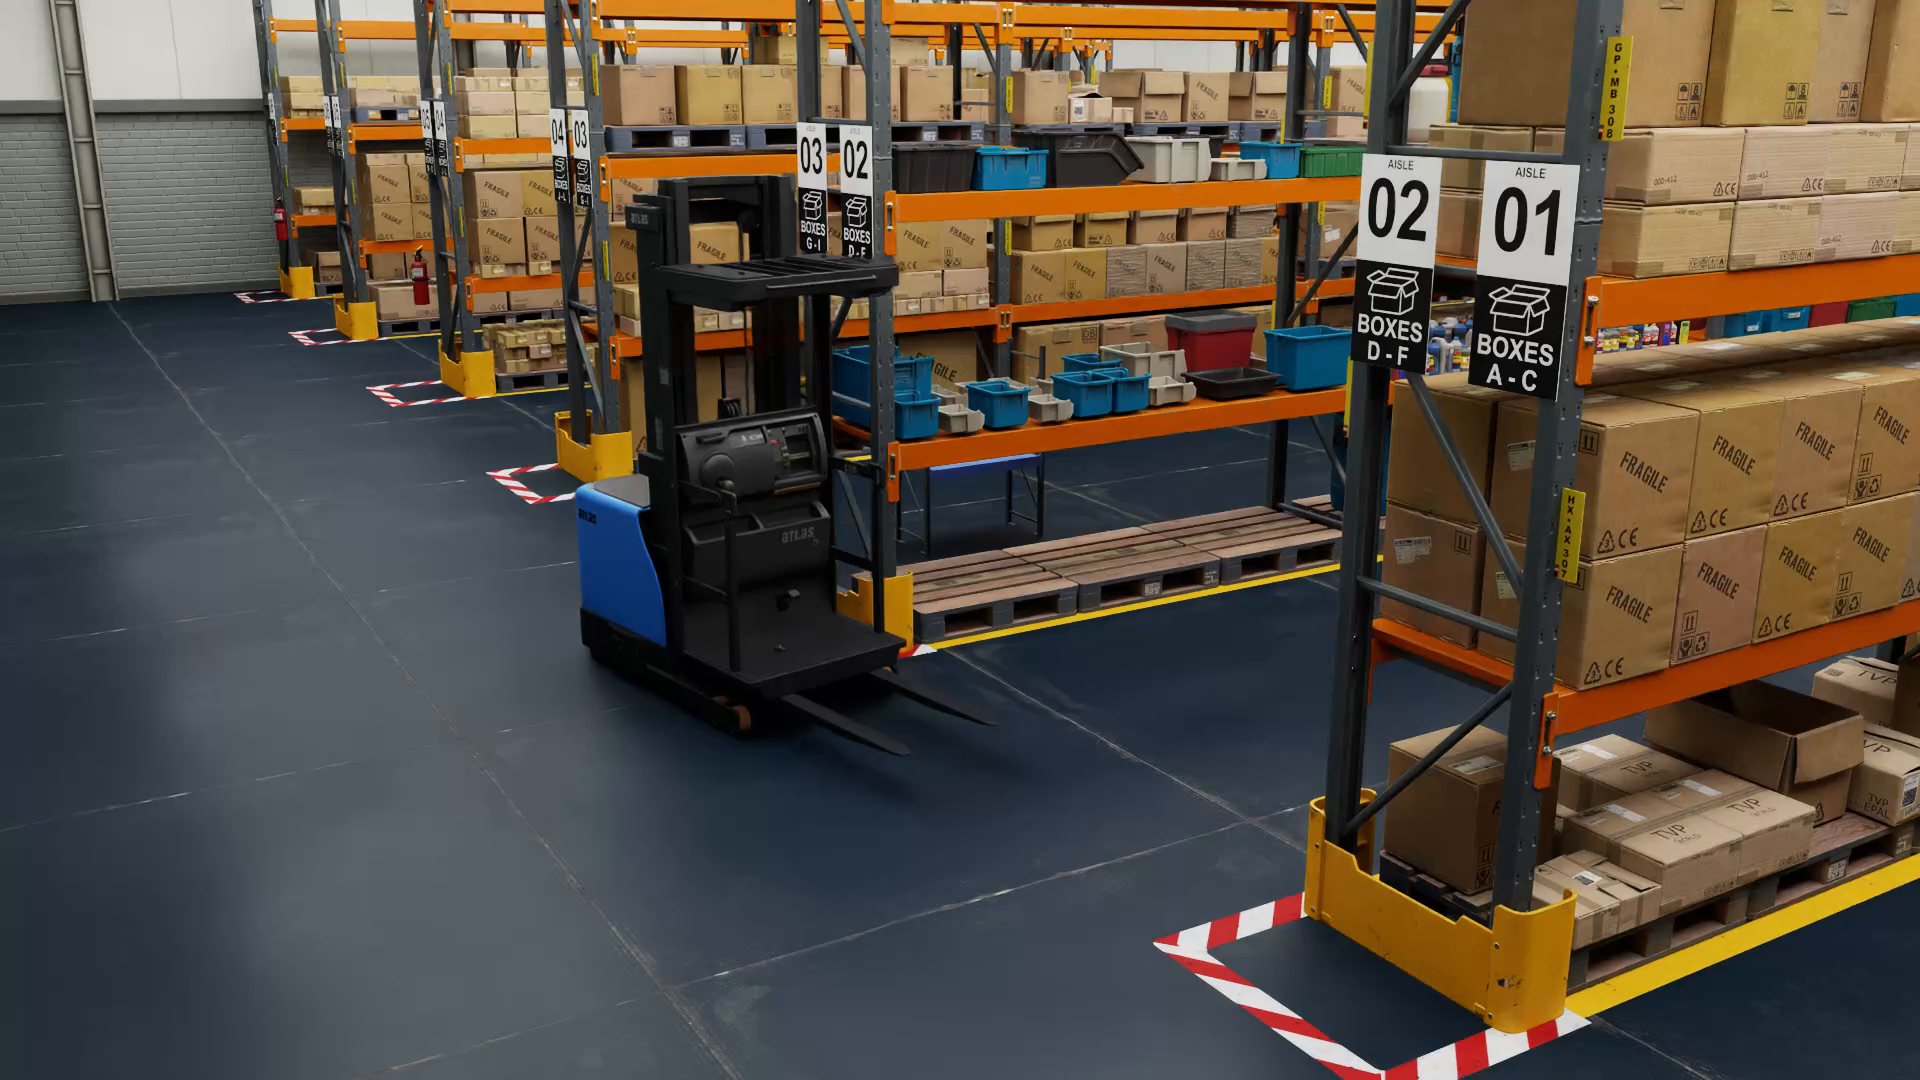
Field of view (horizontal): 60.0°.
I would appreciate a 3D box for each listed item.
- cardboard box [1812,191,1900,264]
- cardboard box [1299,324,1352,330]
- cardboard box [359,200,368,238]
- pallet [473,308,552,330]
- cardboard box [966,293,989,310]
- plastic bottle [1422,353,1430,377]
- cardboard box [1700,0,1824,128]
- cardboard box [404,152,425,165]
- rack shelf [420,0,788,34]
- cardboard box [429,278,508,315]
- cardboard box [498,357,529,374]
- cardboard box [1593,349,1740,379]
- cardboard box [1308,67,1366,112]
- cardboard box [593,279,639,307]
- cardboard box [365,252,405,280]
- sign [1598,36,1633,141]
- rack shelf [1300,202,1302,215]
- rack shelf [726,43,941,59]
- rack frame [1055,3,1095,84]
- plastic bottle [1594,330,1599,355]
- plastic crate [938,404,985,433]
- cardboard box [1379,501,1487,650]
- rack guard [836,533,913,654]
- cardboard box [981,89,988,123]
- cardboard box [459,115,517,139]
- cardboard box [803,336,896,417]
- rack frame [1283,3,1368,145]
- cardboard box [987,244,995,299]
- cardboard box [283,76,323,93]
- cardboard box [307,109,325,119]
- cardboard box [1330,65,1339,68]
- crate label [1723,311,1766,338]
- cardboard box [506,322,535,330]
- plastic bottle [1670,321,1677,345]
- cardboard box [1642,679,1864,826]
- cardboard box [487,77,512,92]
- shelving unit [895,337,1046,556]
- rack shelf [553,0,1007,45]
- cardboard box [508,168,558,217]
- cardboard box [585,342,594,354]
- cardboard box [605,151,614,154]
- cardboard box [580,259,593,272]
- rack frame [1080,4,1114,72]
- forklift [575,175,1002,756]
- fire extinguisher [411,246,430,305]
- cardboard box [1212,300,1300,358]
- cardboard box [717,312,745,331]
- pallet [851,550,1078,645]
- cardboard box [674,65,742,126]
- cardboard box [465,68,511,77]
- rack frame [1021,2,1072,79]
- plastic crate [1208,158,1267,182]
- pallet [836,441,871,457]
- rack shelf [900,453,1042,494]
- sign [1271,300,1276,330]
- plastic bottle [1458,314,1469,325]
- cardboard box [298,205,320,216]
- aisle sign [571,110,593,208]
[{"bbox_3d":[3.279,-1.245,6.515,0.500,0.250,0.500,-9,18,-30],"label":"cardboard box"},{"bbox_3d":[4.168,-2.235,19.140,0.500,0.500,0.700,-10,19,-33],"label":"cardboard box"},{"bbox_3d":[-8.080,-4.486,23.170,0.500,0.500,0.500,-9,18,-29],"label":"cardboard box"},{"bbox_3d":[-6.668,-3.264,24.164,1.213,0.211,1.003,-9,18,-30],"label":"pallet"},{"bbox_3d":[0.082,-2.334,16.142,0.250,0.149,0.380,-9,18,-29],"label":"cardboard box"},{"bbox_3d":[3.464,-1.322,12.437,0.097,0.201,0.097,0,16,0],"label":"plastic bottle"},{"bbox_3d":[2.749,-1.823,6.261,0.500,0.500,0.700,-9,18,-30],"label":"cardboard box"},{"bbox_3d":[-7.441,-5.199,22.660,0.250,0.149,0.380,-9,18,-28],"label":"cardboard box"},{"bbox_3d":[-4.007,-5.997,18.970,4.000,0.370,1.077,-9,18,-30],"label":"rack shelf"},{"bbox_3d":[-7.063,-3.522,23.886,0.875,0.438,0.875,-9,18,-28],"label":"cardboard box"},{"bbox_3d":[-5.108,-2.006,19.014,0.250,0.149,0.380,-9,18,-29],"label":"cardboard box"},{"bbox_3d":[2.959,-0.523,7.180,0.500,0.500,0.500,-9,18,-28],"label":"cardboard box"},{"bbox_3d":[4.139,-4.868,18.049,0.500,0.500,0.500,-9,18,-29],"label":"cardboard box"},{"bbox_3d":[-2.975,-2.216,14.986,0.500,0.250,0.500,-10,18,-31],"label":"cardboard box"},{"bbox_3d":[-9.591,-4.629,27.719,0.500,0.500,0.700,-8,18,-27],"label":"cardboard box"},{"bbox_3d":[2.124,-1.464,5.398,0.005,0.325,0.100,-9,18,-30],"label":"sign"},{"bbox_3d":[4.440,-2.803,13.126,4.000,0.370,1.077,-9,18,-30],"label":"rack shelf"},{"bbox_3d":[-2.345,-9.197,31.121,4.000,0.370,1.077,-9,18,-30],"label":"rack shelf"},{"bbox_3d":[1.929,-8.866,27.867,0.127,3.000,1.000,-9,18,-30],"label":"rack frame"},{"bbox_3d":[5.048,-1.613,13.322,0.133,0.283,0.061,-9,18,-30],"label":"plastic bottle"},{"bbox_3d":[-0.004,-0.756,10.427,0.298,0.136,0.250,-9,18,-30],"label":"plastic crate"},{"bbox_3d":[2.088,0.103,6.801,0.500,0.500,0.500,-9,18,-28],"label":"cardboard box"},{"bbox_3d":[-0.717,0.339,10.773,0.348,0.500,1.175,-9,18,-30],"label":"rack guard"},{"bbox_3d":[0.355,-5.572,21.488,0.500,0.500,0.500,-9,18,-30],"label":"cardboard box"},{"bbox_3d":[-5.205,-4.554,18.317,0.500,0.250,0.500,-8,18,-28],"label":"cardboard box"},{"bbox_3d":[-1.204,-1.553,16.053,0.875,0.875,0.875,-9,18,-30],"label":"cardboard box"},{"bbox_3d":[2.726,-4.315,11.632,0.127,3.000,1.000,-9,18,-30],"label":"rack frame"},{"bbox_3d":[0.435,-2.749,16.974,0.500,0.500,0.500,-9,18,-30],"label":"cardboard box"},{"bbox_3d":[-10.407,-7.217,26.341,0.500,0.250,0.500,-9,18,-30],"label":"cardboard box"},{"bbox_3d":[-10.313,-6.814,26.568,0.250,0.149,0.380,-9,18,-29],"label":"cardboard box"},{"bbox_3d":[5.270,-6.812,24.120,0.250,0.149,0.380,-9,18,-30],"label":"cardboard box"},{"bbox_3d":[6.709,-1.874,14.348,0.416,0.233,0.303,-9,18,-30],"label":"crate label"},{"bbox_3d":[-5.153,-2.448,19.487,0.250,0.149,0.380,-9,18,-29],"label":"cardboard box"},{"bbox_3d":[5.919,-1.720,13.858,0.097,0.201,0.097,0,16,0],"label":"plastic bottle"},{"bbox_3d":[3.666,0.972,7.693,0.637,0.503,0.797,-9,18,-30],"label":"cardboard box"},{"bbox_3d":[-5.099,-5.007,18.269,0.250,0.149,0.380,-8,18,-27],"label":"cardboard box"},{"bbox_3d":[0.073,-0.734,12.750,1.048,1.500,0.538,-9,18,-30],"label":"shelving unit"},{"bbox_3d":[-1.539,-4.644,14.880,4.000,0.370,1.077,-9,18,-30],"label":"rack shelf"},{"bbox_3d":[-4.771,-3.924,18.761,0.500,0.500,0.500,-9,18,-28],"label":"cardboard box"},{"bbox_3d":[-4.436,-2.254,19.348,0.250,0.149,0.380,-9,18,-28],"label":"cardboard box"},{"bbox_3d":[-5.029,-5.591,24.058,0.250,0.149,0.380,-10,18,-31],"label":"cardboard box"},{"bbox_3d":[-4.423,-3.196,19.220,0.250,0.149,0.380,-9,18,-30],"label":"cardboard box"},{"bbox_3d":[2.798,-10.570,33.945,0.127,3.000,1.000,-9,18,-30],"label":"rack frame"},{"bbox_3d":[-1.018,-0.495,9.245,1.130,2.935,3.031,-13,20,-39],"label":"forklift"},{"bbox_3d":[-6.175,-3.033,19.007,0.183,0.674,0.296,-9,18,-30],"label":"fire extinguisher"},{"bbox_3d":[3.001,-2.217,18.419,0.875,0.875,1.225,-10,19,-32],"label":"cardboard box"},{"bbox_3d":[-2.118,-1.977,14.870,0.250,0.149,0.380,-10,18,-31],"label":"cardboard box"},{"bbox_3d":[0.024,0.366,11.212,1.213,0.211,1.003,-9,18,-30],"label":"pallet"},{"bbox_3d":[-2.291,-3.894,14.540,0.500,0.500,0.700,-10,19,-32],"label":"cardboard box"},{"bbox_3d":[-6.552,-6.298,23.113,0.500,0.500,0.500,-9,18,-29],"label":"cardboard box"},{"bbox_3d":[1.136,-7.179,21.848,0.127,3.000,1.000,-9,18,-30],"label":"rack frame"},{"bbox_3d":[1.831,-2.479,11.128,0.466,0.136,0.293,-9,18,-30],"label":"plastic crate"},{"bbox_3d":[-1.564,-0.972,15.985,1.213,0.211,1.003,-9,18,-30],"label":"pallet"},{"bbox_3d":[0.073,-0.561,12.798,1.000,0.185,0.538,-9,18,-30],"label":"rack shelf"},{"bbox_3d":[2.444,-1.687,12.860,0.005,0.325,0.100,-9,18,-30],"label":"sign"},{"bbox_3d":[4.131,-1.715,13.685,0.133,0.283,0.061,-9,18,-30],"label":"plastic bottle"},{"bbox_3d":[-10.494,-5.319,26.791,0.250,0.149,0.380,-9,18,-30],"label":"cardboard box"},{"bbox_3d":[-3.161,-3.189,13.912,0.004,0.787,0.394,-9,18,-30],"label":"aisle sign"}]
